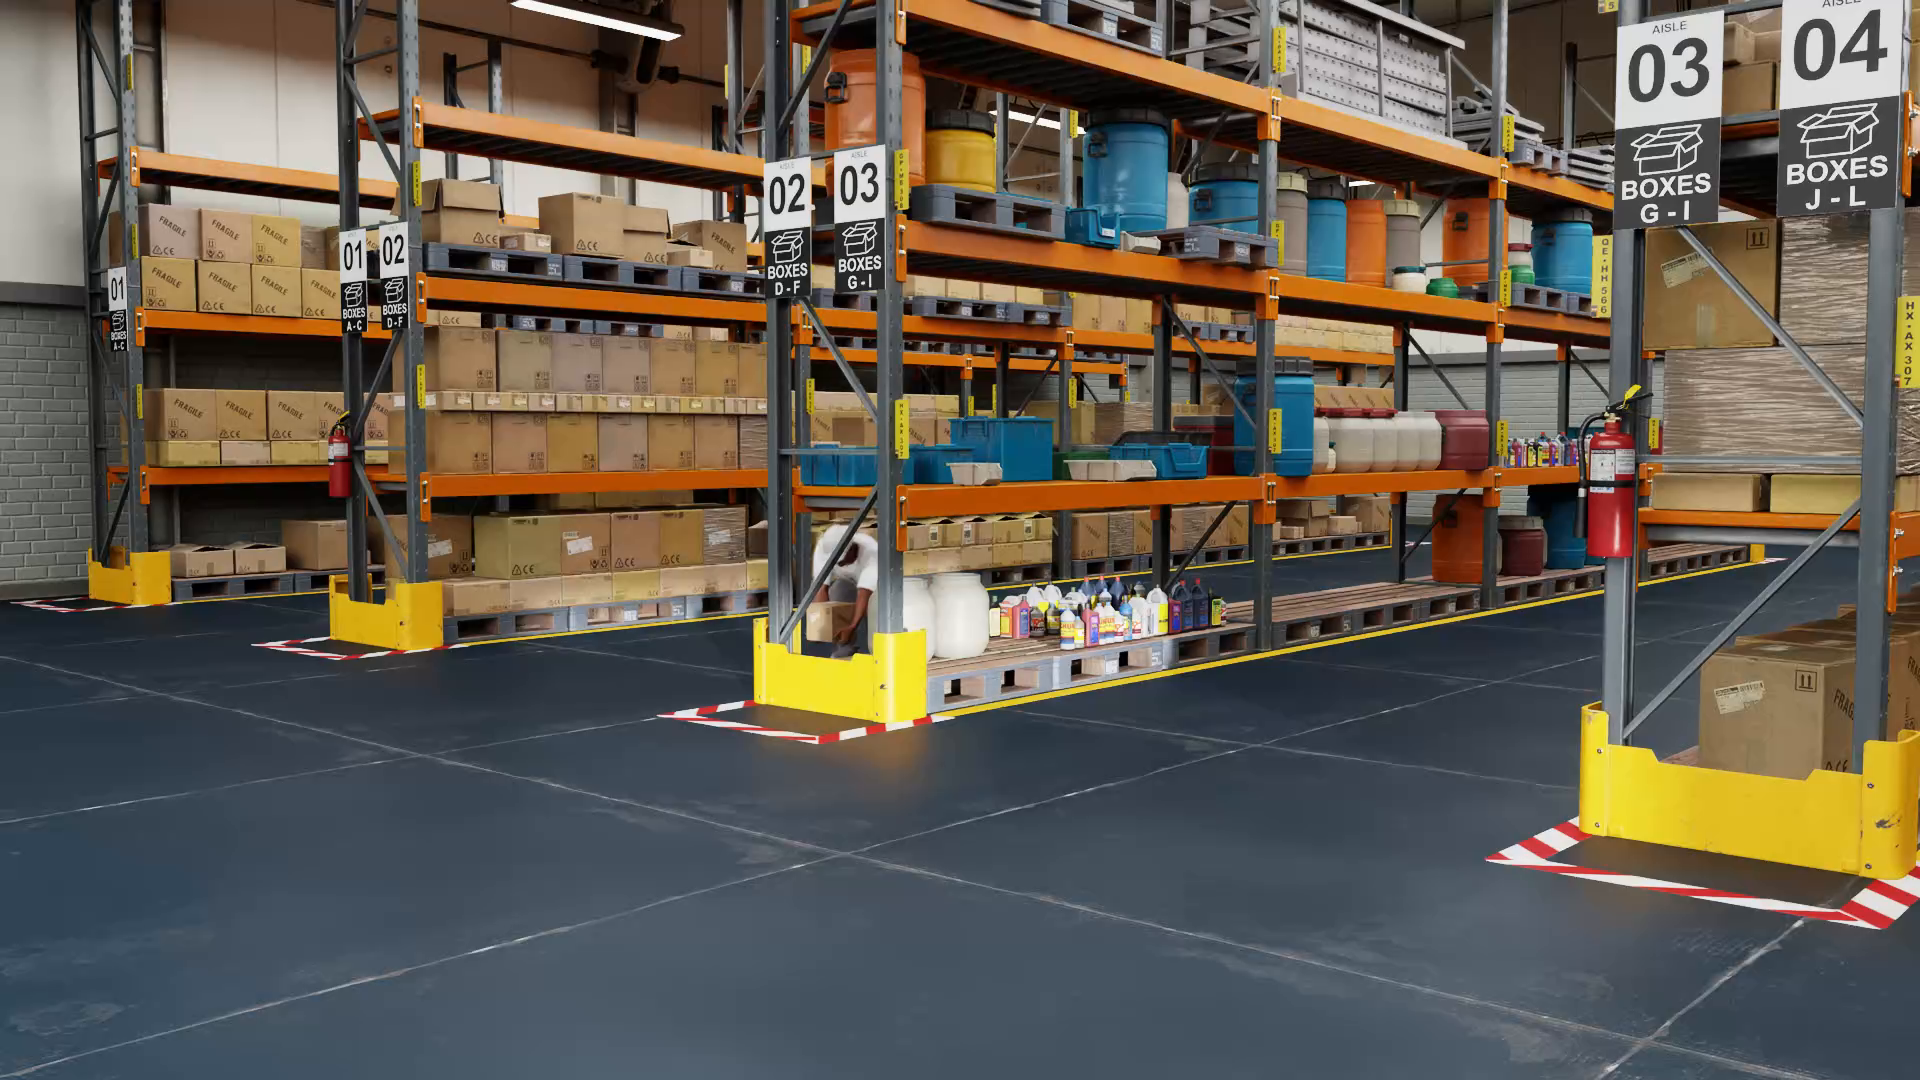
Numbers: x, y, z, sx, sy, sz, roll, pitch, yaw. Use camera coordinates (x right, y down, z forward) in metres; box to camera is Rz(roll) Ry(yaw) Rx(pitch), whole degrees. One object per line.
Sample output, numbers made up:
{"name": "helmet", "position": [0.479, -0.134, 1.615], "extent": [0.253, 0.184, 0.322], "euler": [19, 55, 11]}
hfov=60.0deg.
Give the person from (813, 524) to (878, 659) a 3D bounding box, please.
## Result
{"name": "person", "position": [-0.742, 0.373, 11.749], "extent": [0.530, 1.004, 0.954], "euler": [1, 4, 20]}
